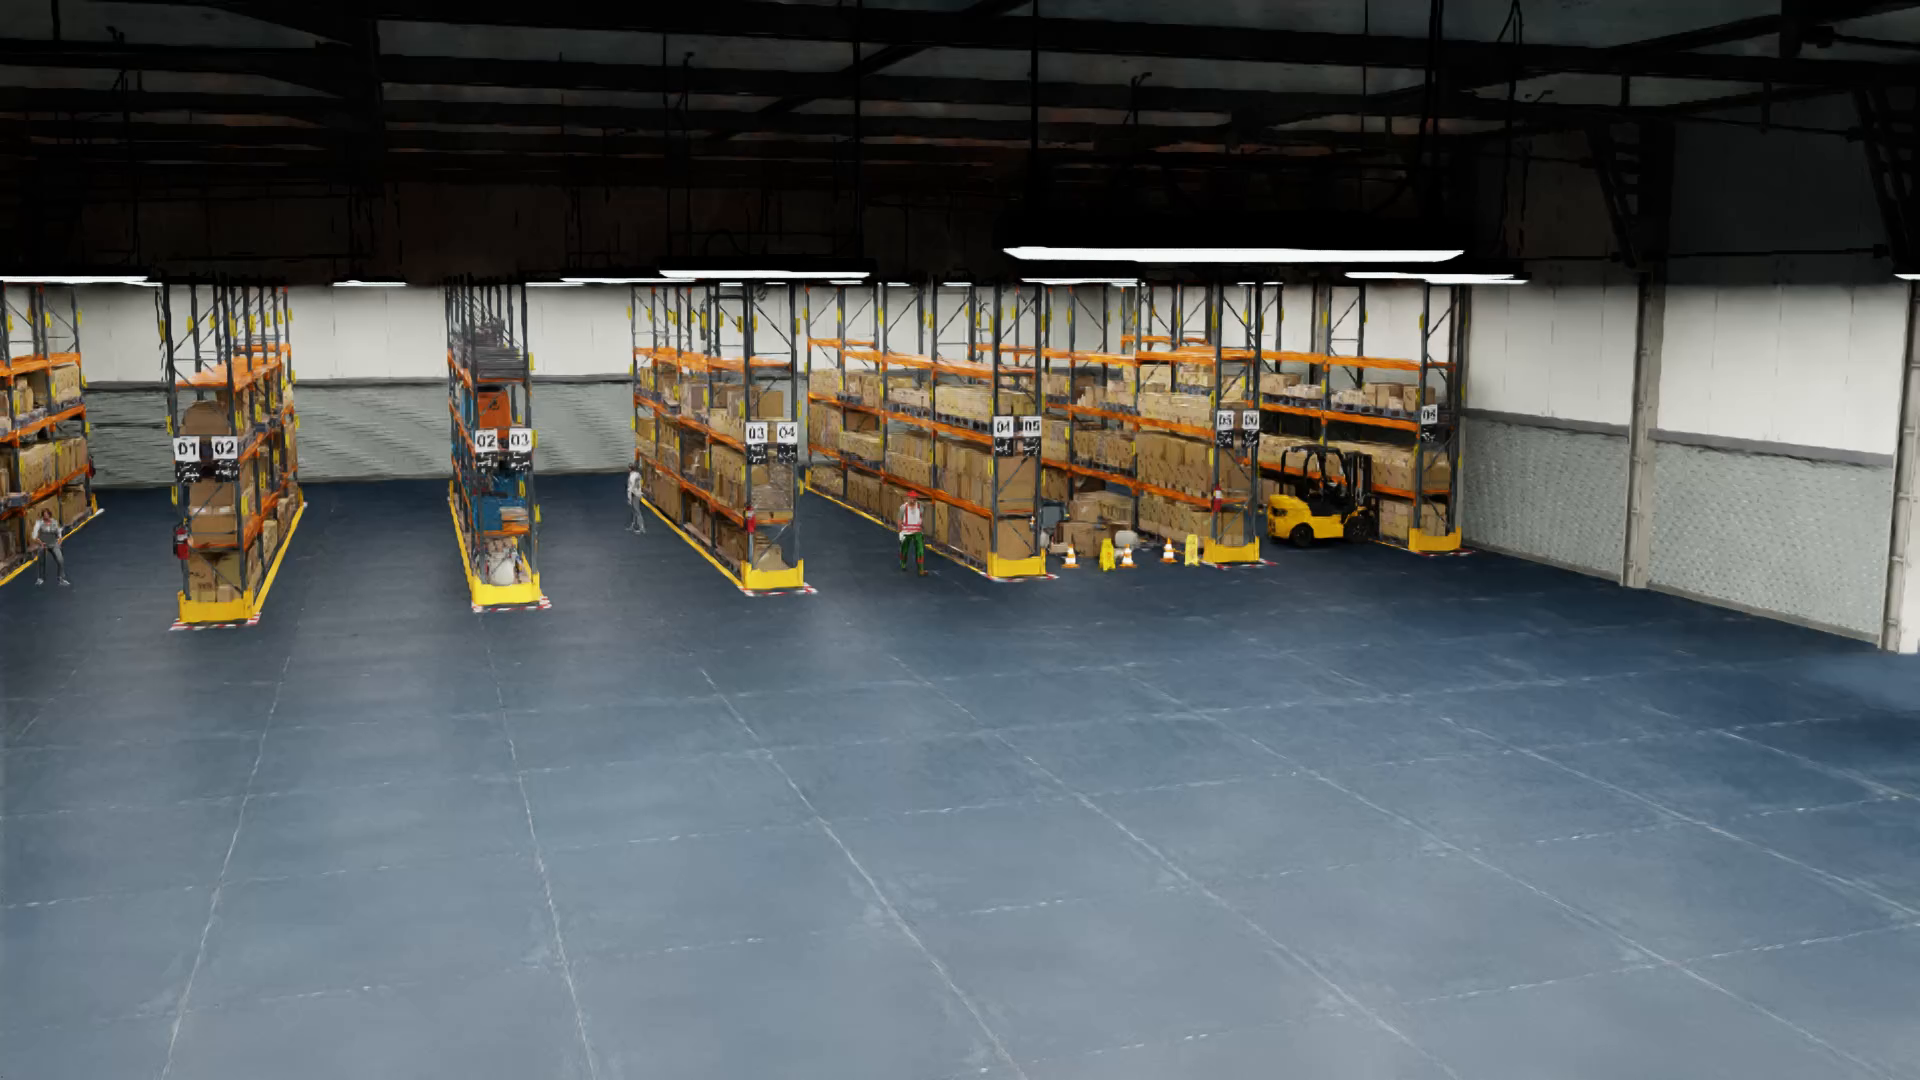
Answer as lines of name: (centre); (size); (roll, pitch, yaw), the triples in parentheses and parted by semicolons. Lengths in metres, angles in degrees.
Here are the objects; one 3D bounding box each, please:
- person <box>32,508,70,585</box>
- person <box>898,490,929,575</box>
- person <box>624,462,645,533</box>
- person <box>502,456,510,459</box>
person: (-17.663, 0.110, 32.221); (0.562, 1.527, 0.782); (-6, 11, -35)
person: (-0.973, -0.172, 33.460); (0.553, 1.709, 1.123); (-3, 9, -16)
person: (-7.681, -1.013, 39.161); (0.552, 1.662, 0.573); (1, 9, 4)
person: (-13.314, -2.412, 48.235); (0.580, 1.713, 1.105); (-4, 10, -27)
